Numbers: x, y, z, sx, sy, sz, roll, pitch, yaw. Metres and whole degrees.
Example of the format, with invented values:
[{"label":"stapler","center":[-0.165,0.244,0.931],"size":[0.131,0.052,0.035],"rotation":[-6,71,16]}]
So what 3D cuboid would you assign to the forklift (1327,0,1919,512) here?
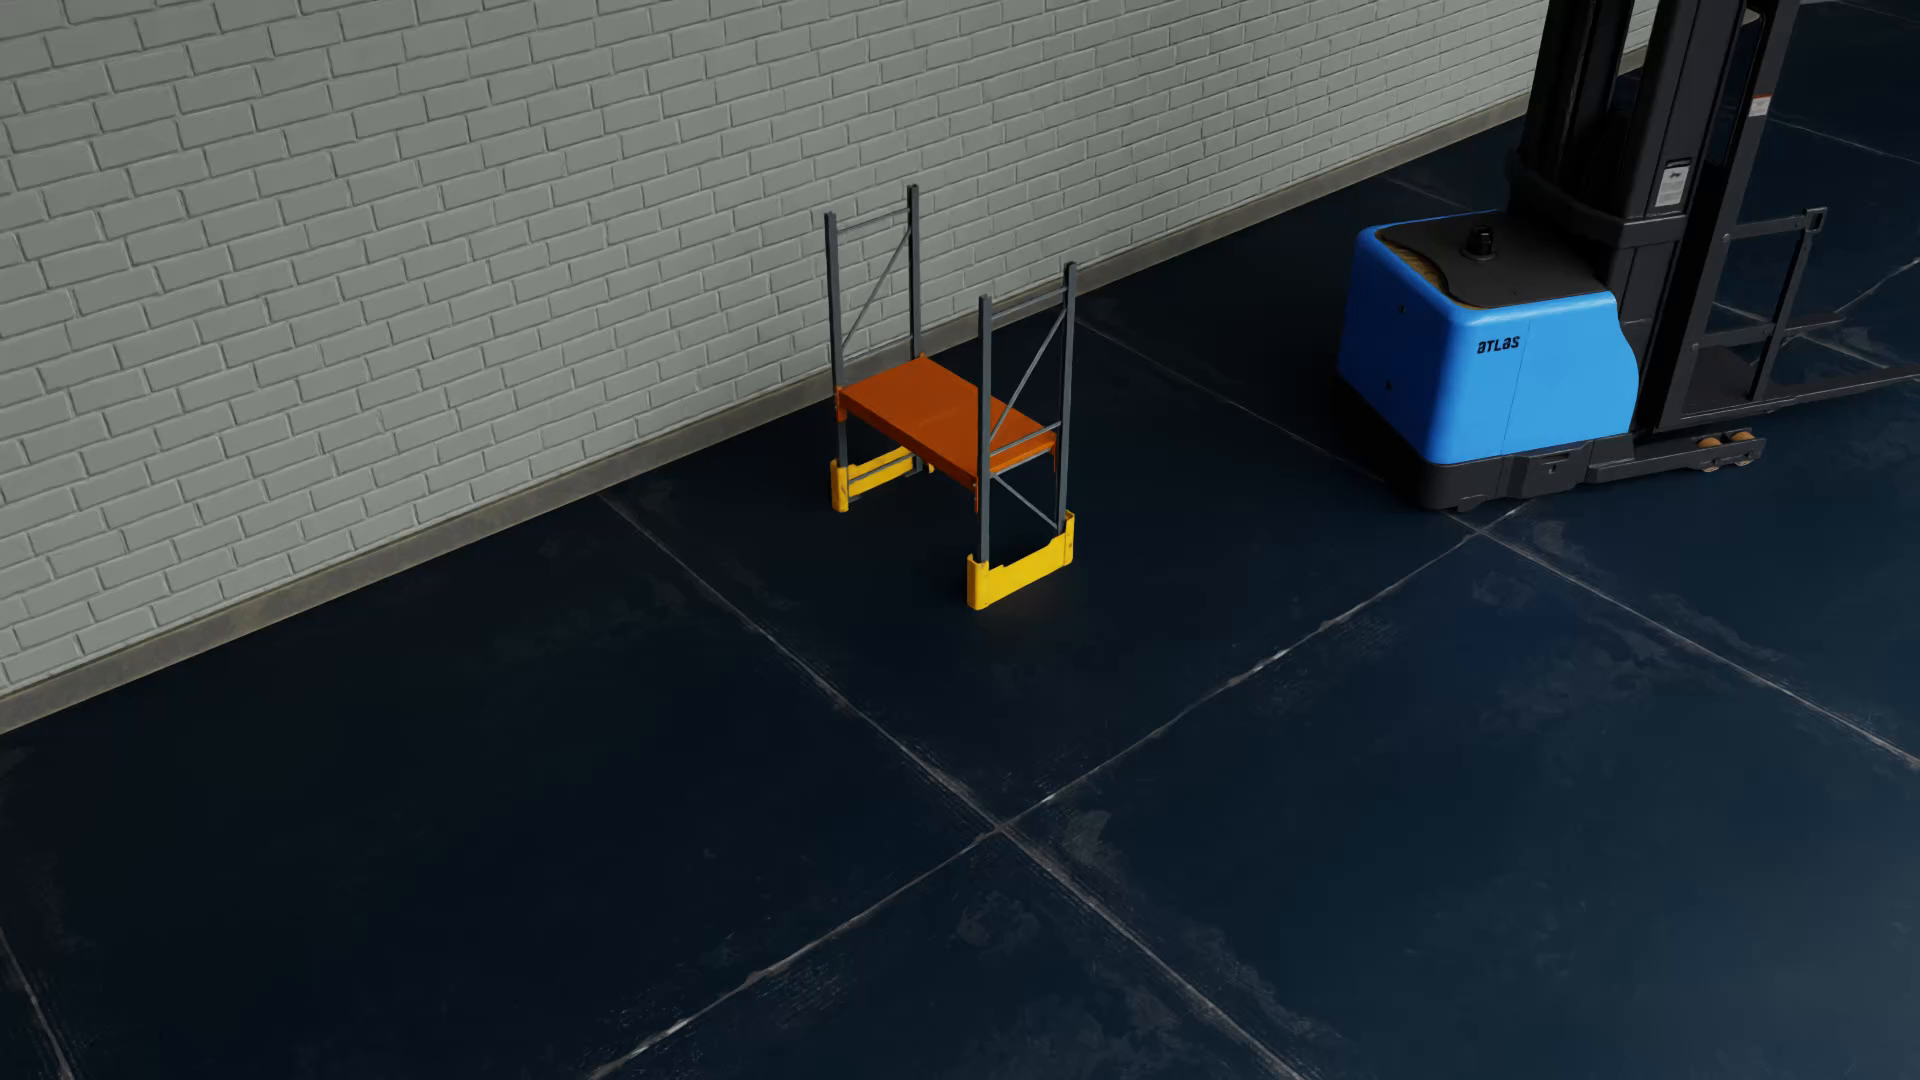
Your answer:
[{"label":"forklift","center":[3.469,-1.814,7.776],"size":[3.031,2.935,1.130],"rotation":[-10,37,-14]}]

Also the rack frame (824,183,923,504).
[{"label":"rack frame","center":[-0.383,-0.874,7.687],"size":[0.500,1.500,0.032],"rotation":[-26,43,-32]}]

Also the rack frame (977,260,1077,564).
[{"label":"rack frame","center":[0.273,-0.425,7.053],"size":[0.500,1.500,0.032],"rotation":[-26,43,-32]}]

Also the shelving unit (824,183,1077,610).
[{"label":"shelving unit","center":[-0.049,-0.646,7.364],"size":[0.587,1.500,1.083],"rotation":[-26,43,-32]}]

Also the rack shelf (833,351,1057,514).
[{"label":"rack shelf","center":[-0.055,-0.503,7.474],"size":[0.538,0.185,1.000],"rotation":[-26,43,-32]}]

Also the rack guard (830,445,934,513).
[{"label":"rack guard","center":[-0.371,-0.356,8.036],"size":[0.587,0.250,0.087],"rotation":[-26,43,-32]}]

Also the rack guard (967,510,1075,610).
[{"label":"rack guard","center":[0.272,0.084,7.415],"size":[0.587,0.250,0.087],"rotation":[-26,43,-32]}]
